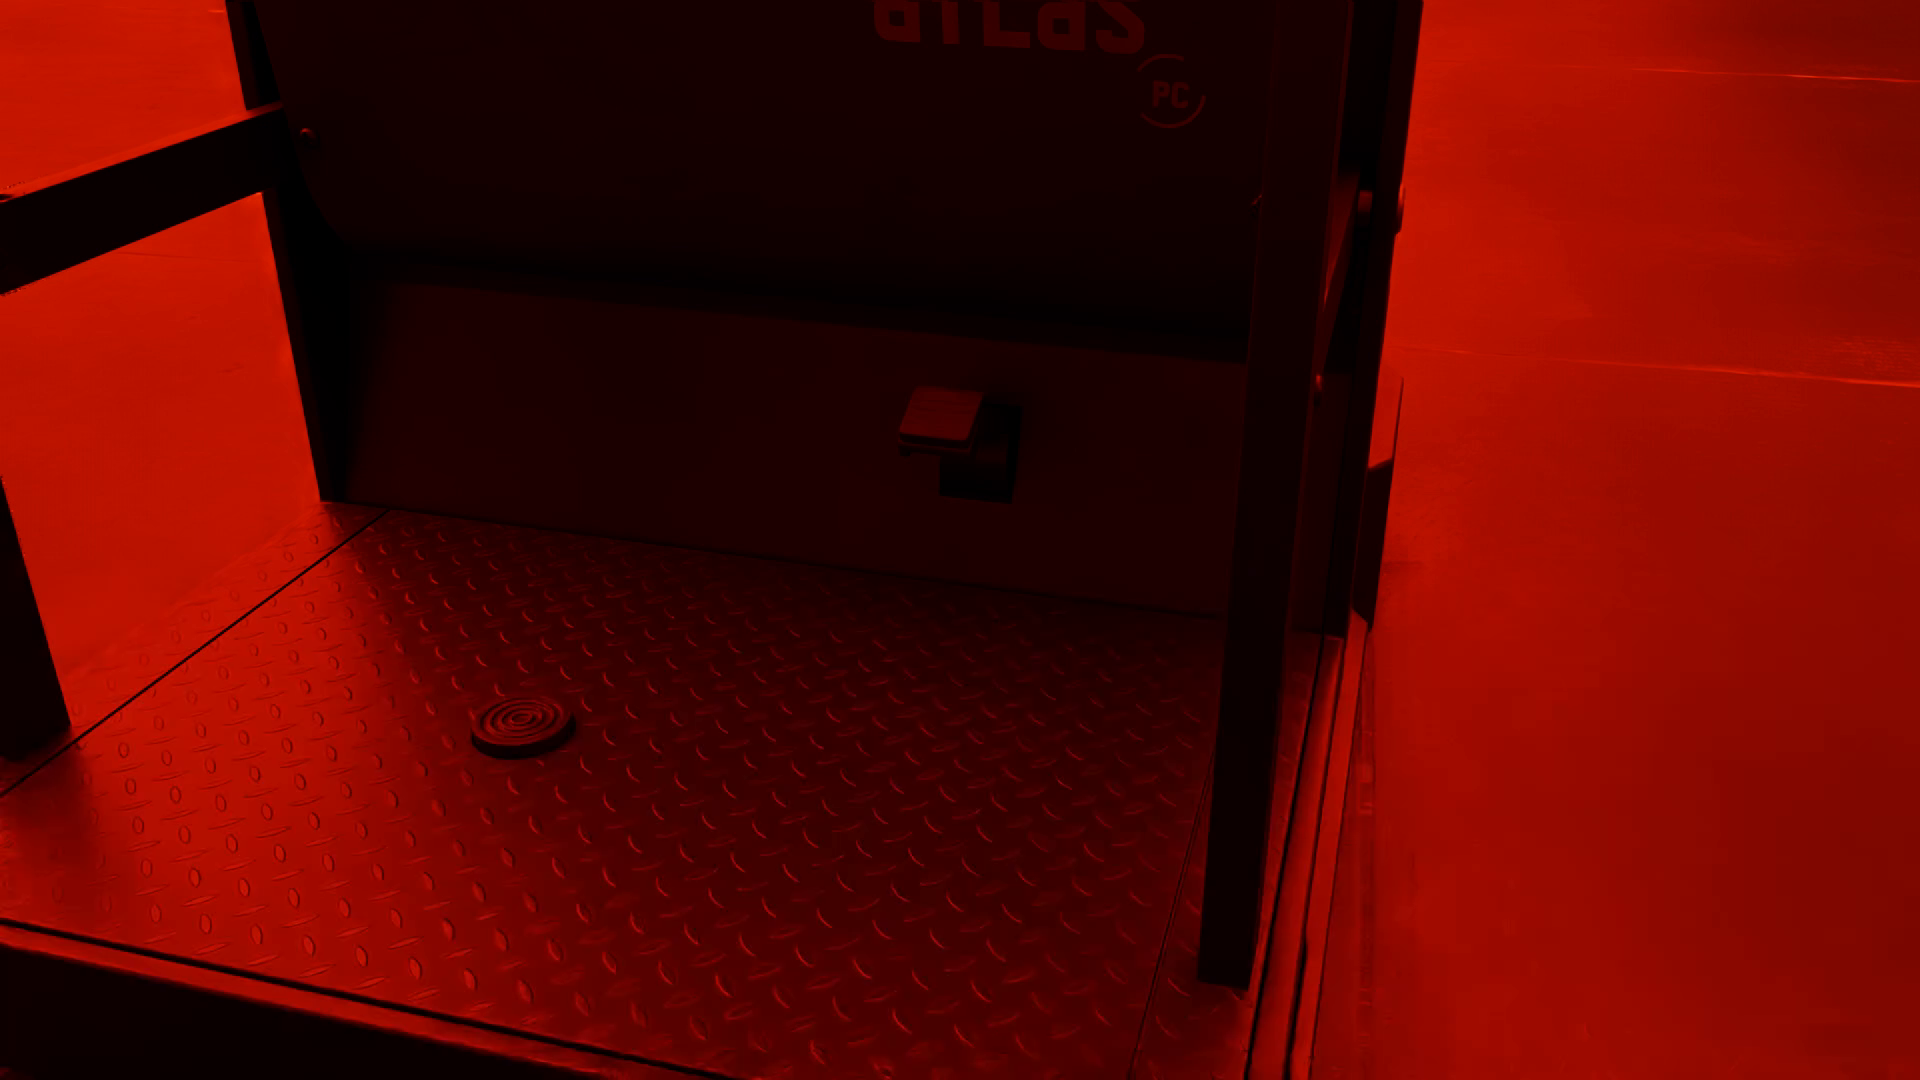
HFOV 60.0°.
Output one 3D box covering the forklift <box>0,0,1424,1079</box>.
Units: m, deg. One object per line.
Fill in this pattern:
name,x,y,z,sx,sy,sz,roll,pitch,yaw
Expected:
forklift,-0.222,-0.876,0.983,1.130,2.935,3.031,7,28,14
